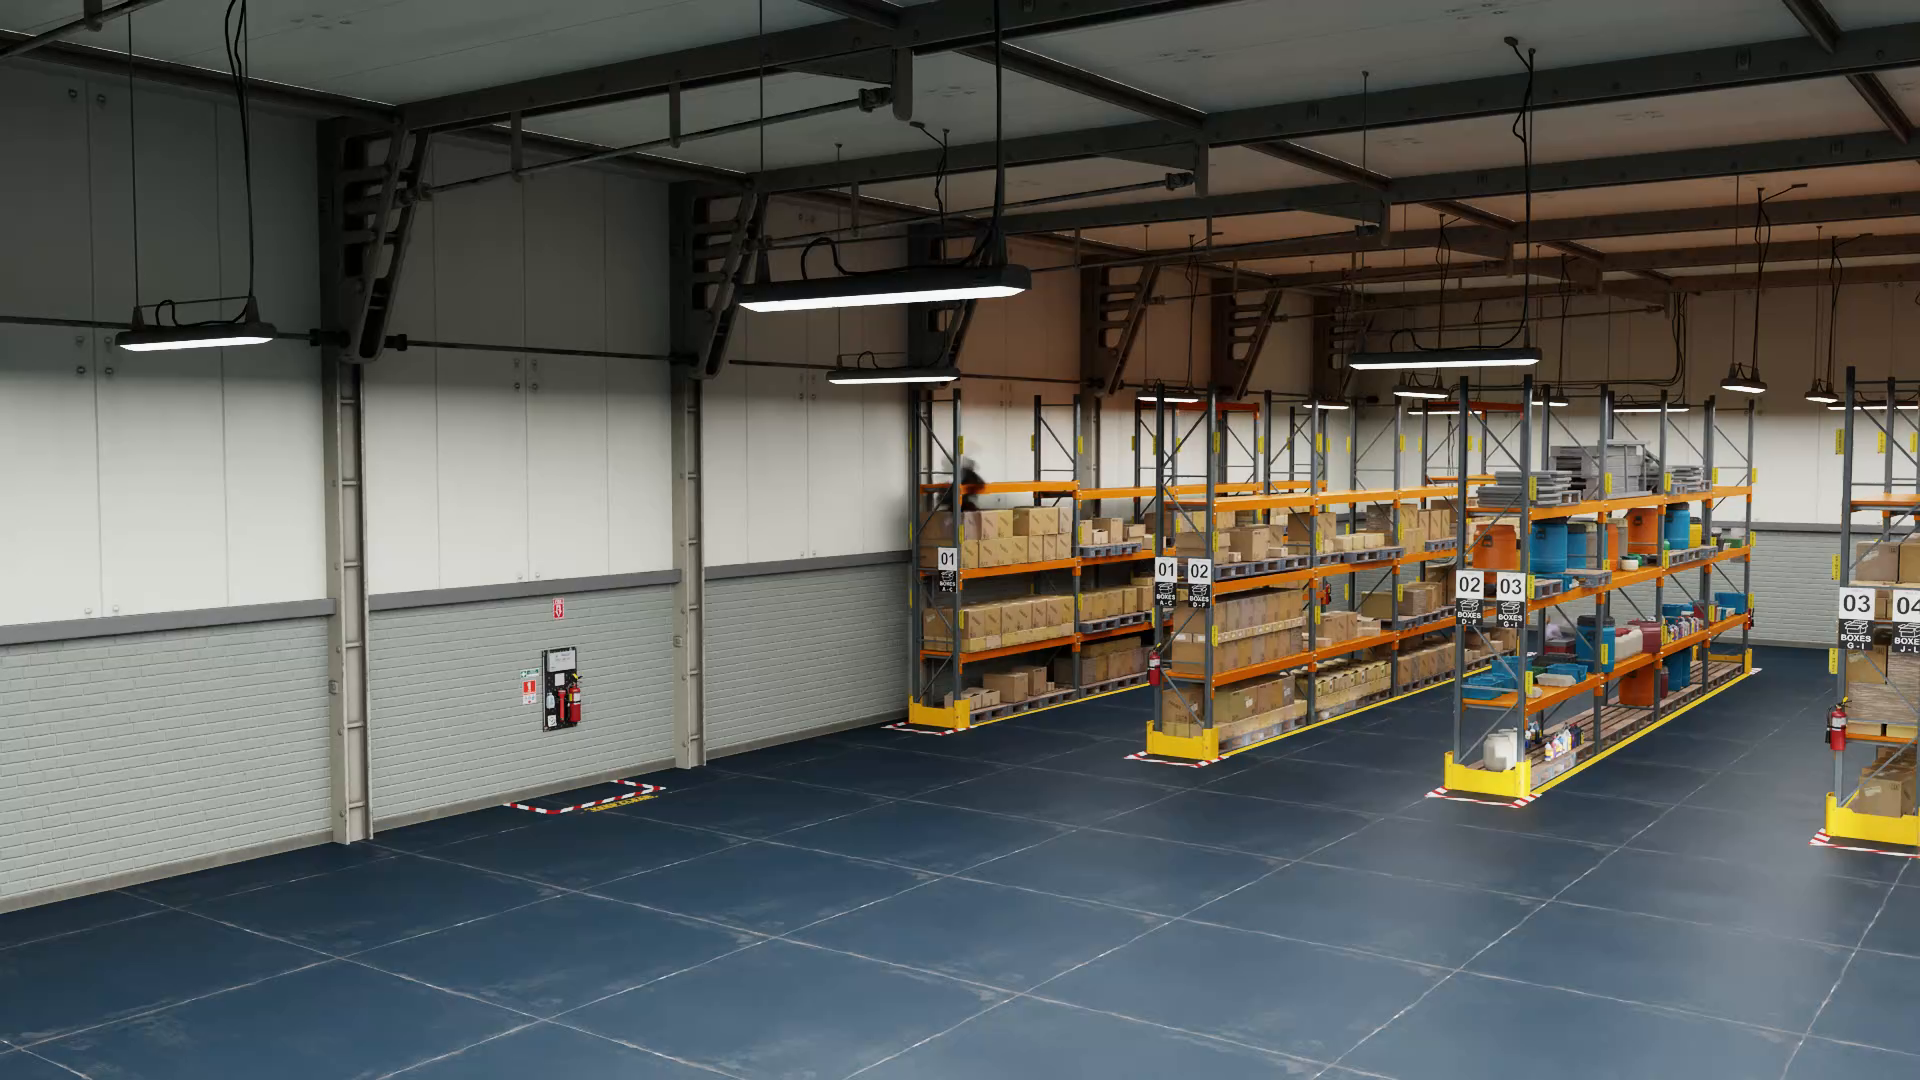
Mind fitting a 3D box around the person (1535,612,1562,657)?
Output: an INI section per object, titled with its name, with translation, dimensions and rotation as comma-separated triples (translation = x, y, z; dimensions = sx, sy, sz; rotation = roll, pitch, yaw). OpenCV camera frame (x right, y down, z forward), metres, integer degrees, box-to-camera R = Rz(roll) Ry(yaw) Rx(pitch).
[person]
translation = 11.771, 2.295, 33.273
dimensions = 0.581, 1.702, 0.814
rotation = 2, 4, 37
